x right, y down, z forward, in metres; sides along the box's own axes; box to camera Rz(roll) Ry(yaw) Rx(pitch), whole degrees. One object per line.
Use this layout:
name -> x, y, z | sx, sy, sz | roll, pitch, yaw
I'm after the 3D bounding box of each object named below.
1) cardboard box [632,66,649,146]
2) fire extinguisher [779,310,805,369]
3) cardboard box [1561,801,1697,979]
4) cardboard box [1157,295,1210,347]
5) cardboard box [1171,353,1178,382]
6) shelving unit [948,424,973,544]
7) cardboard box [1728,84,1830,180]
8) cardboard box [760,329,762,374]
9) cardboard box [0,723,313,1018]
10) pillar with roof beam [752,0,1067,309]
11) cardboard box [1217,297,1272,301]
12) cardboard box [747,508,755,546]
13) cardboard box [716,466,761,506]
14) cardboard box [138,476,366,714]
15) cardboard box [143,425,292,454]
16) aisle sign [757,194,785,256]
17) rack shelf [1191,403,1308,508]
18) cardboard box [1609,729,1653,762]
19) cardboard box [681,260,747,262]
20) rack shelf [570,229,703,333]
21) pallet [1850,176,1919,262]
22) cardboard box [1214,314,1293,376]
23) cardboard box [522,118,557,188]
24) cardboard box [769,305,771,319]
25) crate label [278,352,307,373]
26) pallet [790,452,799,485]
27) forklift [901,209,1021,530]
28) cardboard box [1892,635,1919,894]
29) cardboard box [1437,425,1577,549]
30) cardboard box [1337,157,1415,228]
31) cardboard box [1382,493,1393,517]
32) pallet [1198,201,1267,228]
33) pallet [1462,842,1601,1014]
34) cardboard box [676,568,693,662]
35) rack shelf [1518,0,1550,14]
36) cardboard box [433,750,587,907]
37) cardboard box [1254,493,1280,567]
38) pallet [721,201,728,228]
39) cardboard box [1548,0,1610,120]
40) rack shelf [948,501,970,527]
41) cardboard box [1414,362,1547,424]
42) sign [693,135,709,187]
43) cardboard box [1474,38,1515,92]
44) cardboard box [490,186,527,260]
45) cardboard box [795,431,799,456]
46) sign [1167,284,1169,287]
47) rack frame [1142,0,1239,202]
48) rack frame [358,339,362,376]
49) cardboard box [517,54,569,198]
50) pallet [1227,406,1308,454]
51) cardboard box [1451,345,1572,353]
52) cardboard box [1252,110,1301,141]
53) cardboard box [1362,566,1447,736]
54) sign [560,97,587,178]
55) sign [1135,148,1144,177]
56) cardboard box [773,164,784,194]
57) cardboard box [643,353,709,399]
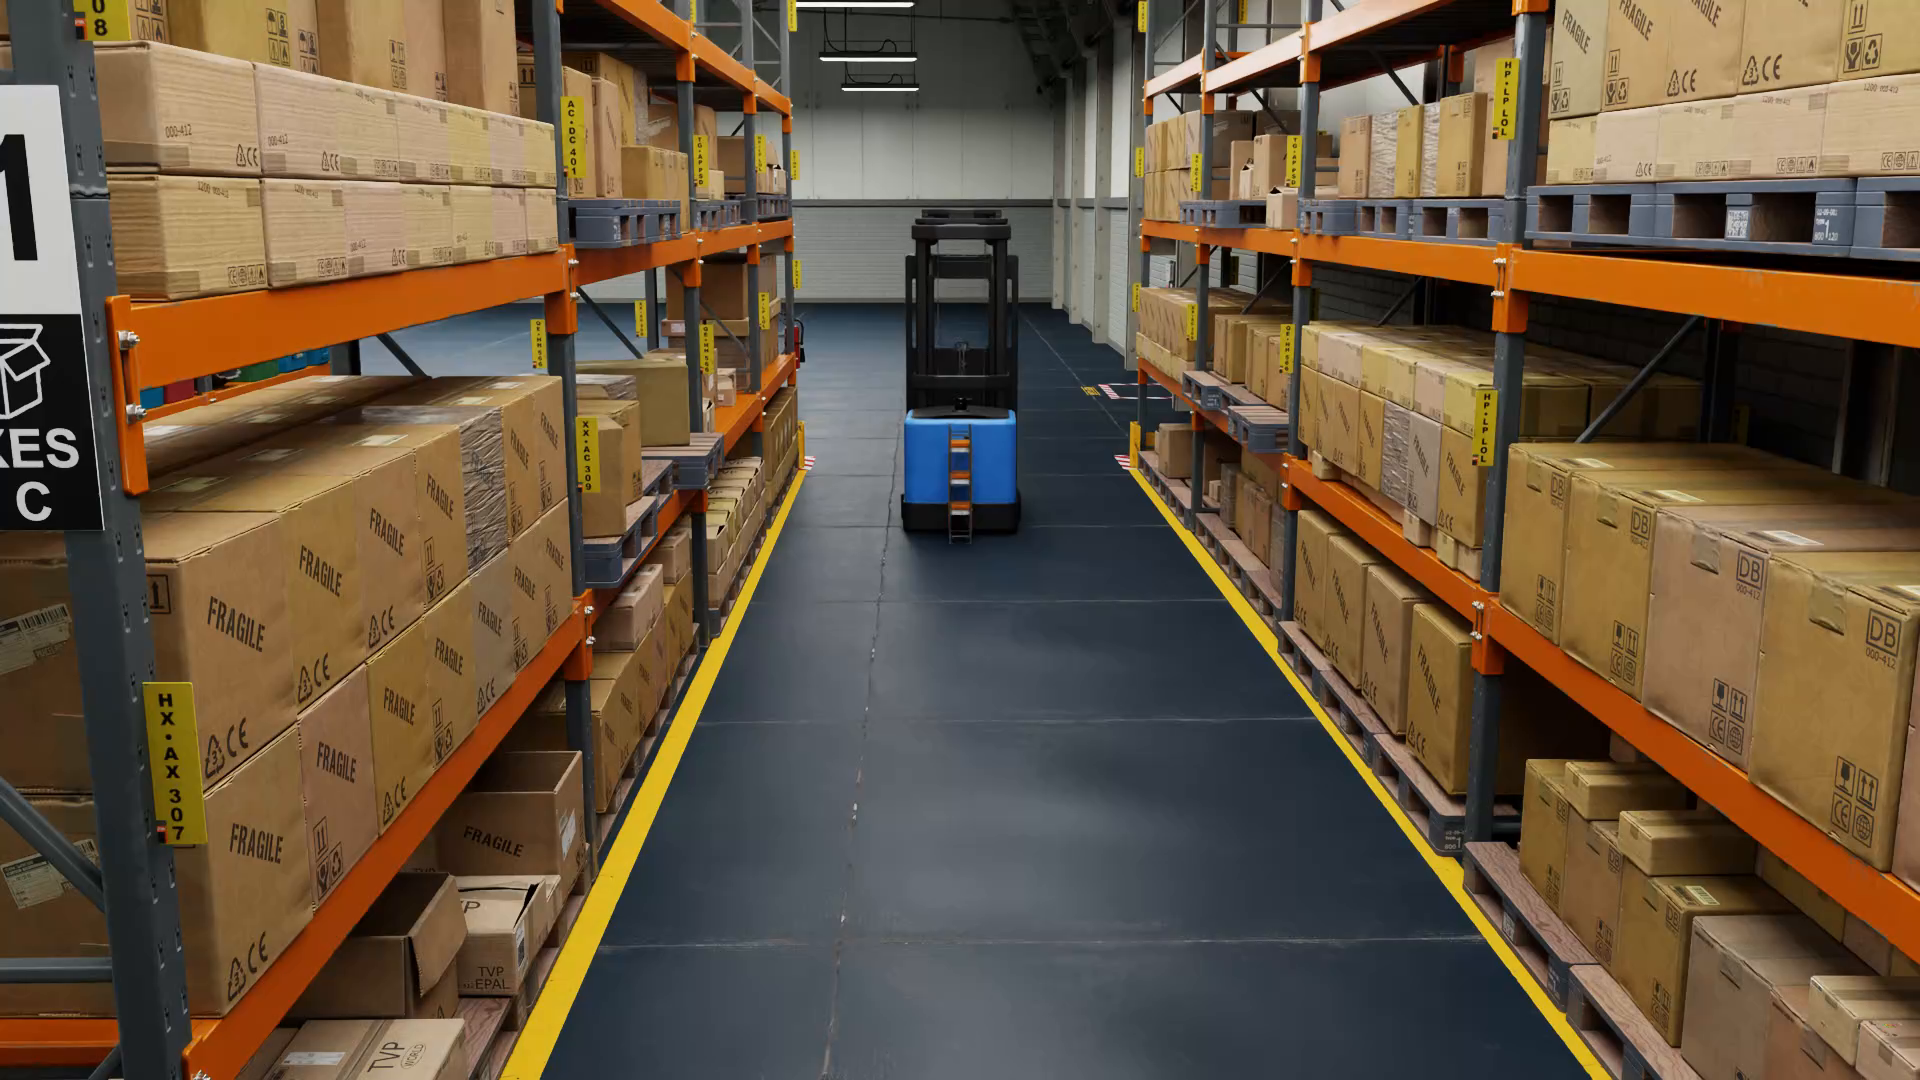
cardboard box -> -2.222, -2.654, 10.285 | 0.500, 0.500, 0.500 | 0, 11, -1
fire extinguisher -> -1.928, -2.309, 19.092 | 0.296, 0.674, 0.183 | 0, 11, -1
cardboard box -> 2.730, 1.311, 6.285 | 0.700, 0.500, 0.500 | 0, 11, -2
cardboard box -> 2.299, -2.247, 17.031 | 0.500, 0.500, 0.500 | 0, 11, 1
cardboard box -> 2.330, -1.676, 16.103 | 0.500, 0.250, 0.500 | 0, 11, -1
shelving unit -> 0.001, -0.504, 14.902 | 0.215, 1.050, 0.252 | 0, 11, -1
cardboard box -> 2.585, -1.165, 4.783 | 0.500, 0.250, 0.500 | -1, 11, -3
cardboard box -> -2.347, -1.868, 16.473 | 0.700, 0.500, 0.500 | 0, 11, 0
cardboard box -> -1.805, 0.720, 3.712 | 0.500, 0.500, 0.500 | 0, 11, 0
pillar with roof beam -> -1.482, -11.093, 47.106 | 9.100, 9.000, 0.548 | 0, 11, -1
cardboard box -> 2.832, -2.148, 16.542 | 0.500, 0.500, 0.500 | 0, 11, 0
cardboard box -> -1.989, -0.101, 13.874 | 0.500, 0.250, 0.500 | 0, 11, 0
cardboard box -> -1.995, -0.477, 14.315 | 0.500, 0.311, 0.500 | 0, 11, 0
cardboard box -> -1.823, 0.127, 4.125 | 0.500, 0.500, 0.500 | 0, 11, -1
cardboard box -> -2.381, -0.073, 5.109 | 0.500, 0.500, 0.500 | 0, 11, 1
aisle sign -> -2.098, -3.610, 18.771 | 0.394, 0.787, 0.004 | 0, 11, -1
rack shelf -> 2.686, -0.798, 13.256 | 1.077, 0.370, 4.000 | 0, 11, -1
cardboard box -> 2.919, 0.863, 6.859 | 0.380, 0.149, 0.250 | 0, 11, -1
cardboard box -> -2.335, -2.400, 15.831 | 0.700, 0.500, 0.500 | 0, 11, -1
rack shelf -> -2.183, -1.451, 8.934 | 1.077, 0.370, 4.000 | 0, 11, -1
pallet -> 2.867, -0.736, 3.823 | 1.003, 0.211, 1.213 | 0, 11, -1
cardboard box -> 2.622, -1.711, 14.591 | 0.700, 0.500, 0.500 | 0, 11, -1
cardboard box -> -1.861, -1.482, 6.397 | 0.500, 0.250, 0.500 | 0, 11, -1
cardboard box -> -2.164, -2.356, 17.246 | 0.380, 0.149, 0.250 | 0, 11, 0
crate label -> -7.034, -1.955, 17.061 | 0.502, 0.435, 0.616 | 0, 11, -1
pallet -> -2.332, -0.803, 18.488 | 1.003, 0.211, 1.213 | 0, 11, -1
forklift -> 0.022, -1.764, 16.382 | 1.130, 2.935, 3.031 | 0, 11, 1
cardboard box -> 2.872, 0.589, 3.856 | 0.980, 0.700, 0.700 | 0, 11, 1
cardboard box -> 2.549, -0.253, 7.711 | 0.500, 0.500, 0.500 | 0, 11, -2
cardboard box -> 2.943, -2.426, 11.625 | 0.500, 0.500, 0.500 | 0, 11, -1
cardboard box -> 2.544, -0.216, 9.160 | 0.380, 0.149, 0.250 | 0, 11, 1
pallet -> 2.576, -2.596, 13.241 | 1.213, 0.211, 1.003 | 0, 11, -1
pallet -> 2.748, 1.561, 6.836 | 1.003, 0.211, 1.213 | 0, 11, -1
cardboard box -> -1.971, 0.463, 10.414 | 0.500, 0.500, 0.500 | 0, 11, 1
rack shelf -> 2.852, -1.951, 4.860 | 1.077, 0.370, 4.000 | 0, 11, -1
cardboard box -> -1.847, 1.185, 6.854 | 0.500, 0.500, 0.500 | 0, 11, -1
cardboard box -> 2.728, -0.088, 13.127 | 0.700, 0.500, 0.500 | 0, 11, -1
pallet -> -2.354, -2.466, 12.600 | 1.003, 0.211, 1.213 | 0, 11, 1
cardboard box -> 2.545, -1.833, 6.191 | 0.500, 0.500, 0.500 | 0, 11, -2
rack shelf -> 0.001, -0.221, 14.960 | 0.215, 0.259, 0.240 | 0, 11, -1
cardboard box -> 2.544, -0.723, 8.143 | 0.500, 0.250, 0.500 | 0, 11, 0
sign -> -1.682, -2.457, 10.780 | 0.100, 0.325, 0.005 | 0, 11, -1
cardboard box -> 2.897, -2.345, 8.284 | 0.500, 0.250, 0.500 | -1, 11, -3
cardboard box -> -1.866, -1.138, 5.957 | 0.500, 0.250, 0.500 | 0, 11, -1
cardboard box -> -2.084, -1.075, 18.671 | 0.500, 0.250, 0.500 | 0, 11, -1
sign -> 3.396, -4.019, 27.236 | 0.001, 0.329, 0.234 | 0, 11, -1
rack frame -> 2.562, -5.283, 18.467 | 1.000, 3.000, 0.127 | 0, 11, -1
rack frame -> -7.343, -2.302, 18.863 | 1.000, 3.000, 0.127 | 0, 11, -1
cardboard box -> -2.079, -1.811, 7.336 | 0.600, 0.600, 0.600 | -1, 12, -7
pallet -> 2.607, -0.800, 11.940 | 1.213, 0.211, 1.003 | 0, 11, -1
cardboard box -> 3.022, -0.929, 9.160 | 0.500, 0.250, 0.500 | -1, 11, -2
cardboard box -> 2.921, -3.665, 15.220 | 0.500, 0.500, 0.500 | 0, 11, 0
cardboard box -> 2.646, 0.585, 8.982 | 0.750, 0.750, 0.750 | 0, 11, 1
sign -> -1.600, -1.664, 6.870 | 0.100, 0.325, 0.005 | 0, 11, -1
sign -> 2.020, -4.239, 18.667 | 0.100, 0.325, 0.005 | 0, 11, -1
cardboard box -> -2.091, -3.684, 16.946 | 0.500, 0.311, 0.500 | 1, 12, 6
cardboard box -> -2.287, -1.219, 13.270 | 0.500, 0.500, 0.500 | 0, 11, -1
